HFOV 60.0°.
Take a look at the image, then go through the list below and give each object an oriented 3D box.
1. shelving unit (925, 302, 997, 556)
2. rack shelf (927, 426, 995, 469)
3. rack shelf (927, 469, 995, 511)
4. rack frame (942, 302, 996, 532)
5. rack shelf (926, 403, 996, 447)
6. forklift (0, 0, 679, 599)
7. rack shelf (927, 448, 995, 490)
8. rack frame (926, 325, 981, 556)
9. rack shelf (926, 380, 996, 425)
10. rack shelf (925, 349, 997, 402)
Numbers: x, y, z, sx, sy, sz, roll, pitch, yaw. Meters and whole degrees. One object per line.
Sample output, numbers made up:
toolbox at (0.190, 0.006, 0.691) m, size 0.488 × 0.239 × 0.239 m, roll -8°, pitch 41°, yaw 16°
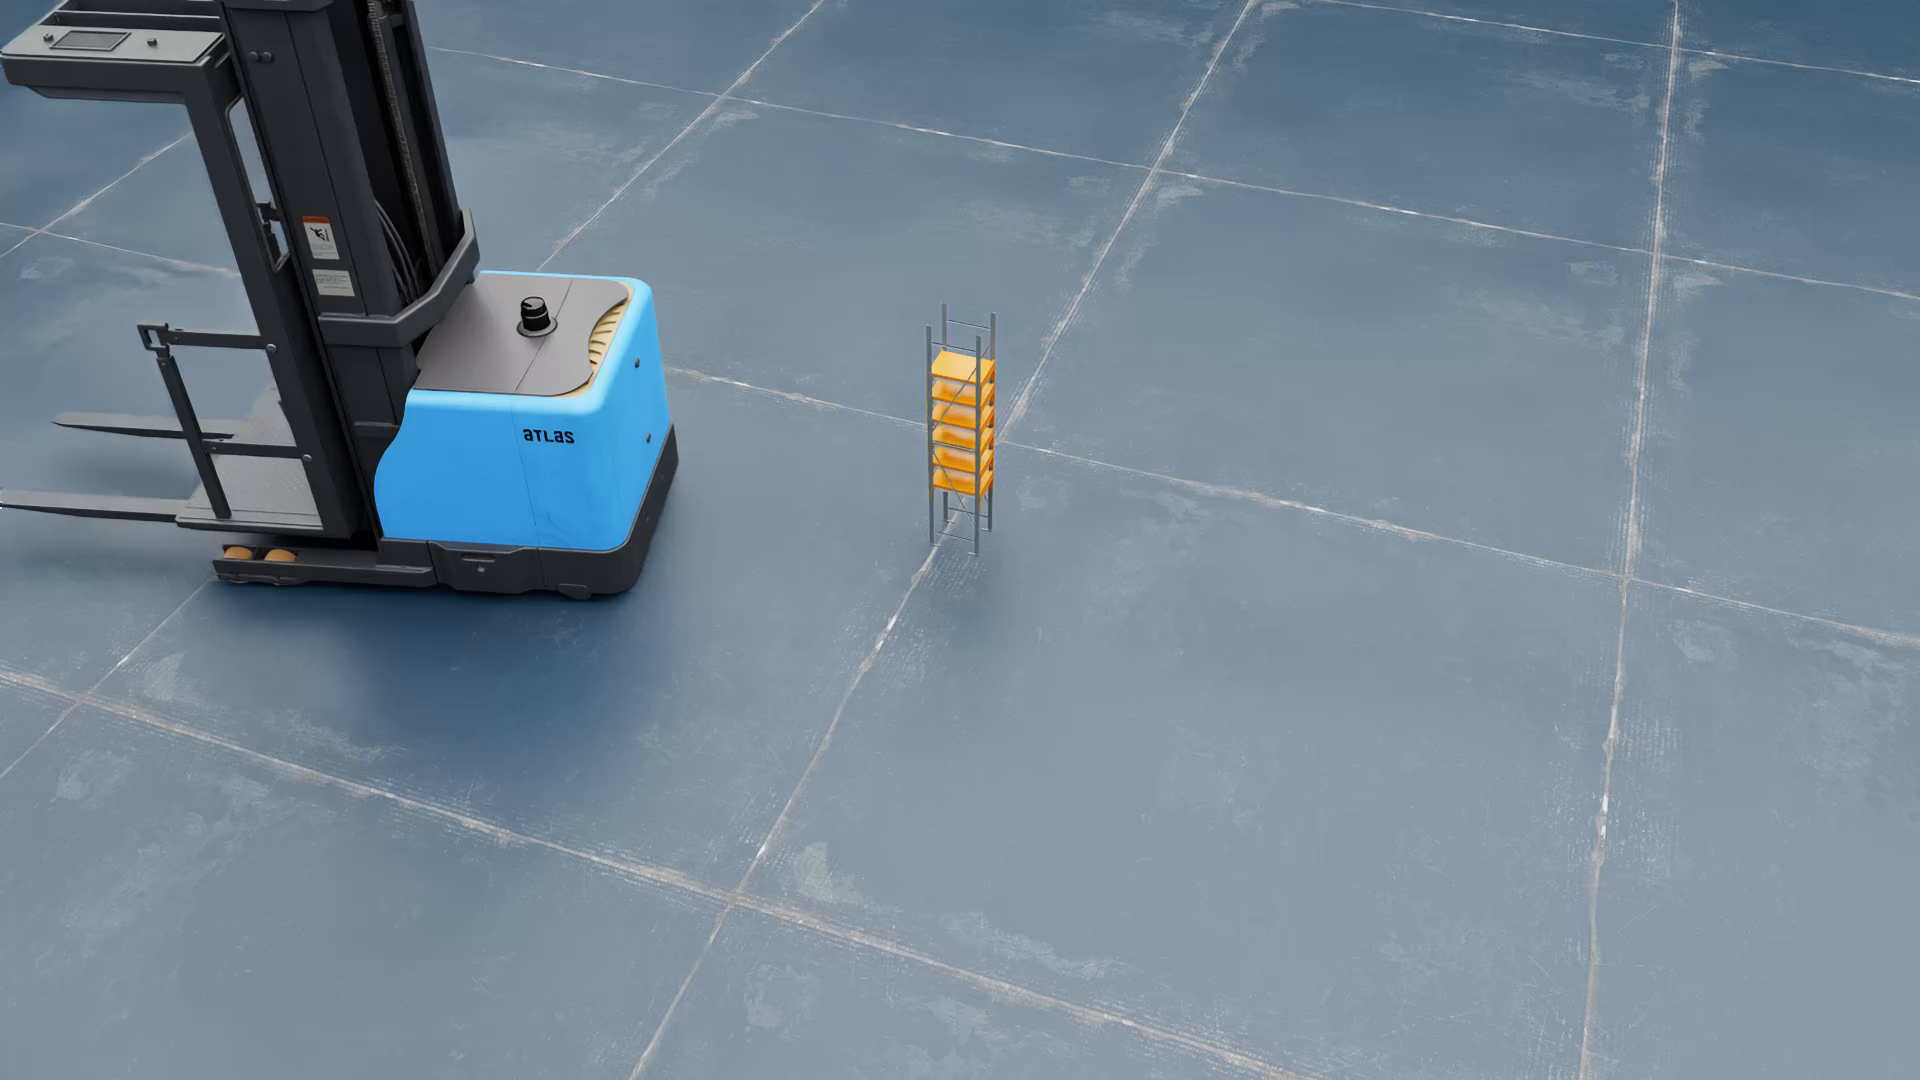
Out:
shelving unit at (0.005, -0.465, 7.325) m, size 0.258 × 1.200 × 0.189 m, roll 13°, pitch 42°, yaw 15°
rack shelf at (0.005, -0.431, 7.353) m, size 0.258 × 0.103 × 0.180 m, roll 13°, pitch 42°, yaw 15°
rack shelf at (0.005, -0.249, 7.509) m, size 0.258 × 0.103 × 0.180 m, roll 13°, pitch 42°, yaw 15°
rack frame at (0.036, -0.521, 7.390) m, size 0.240 × 1.200 × 0.006 m, roll 13°, pitch 42°, yaw 15°
rack shelf at (0.005, -0.523, 7.275) m, size 0.258 × 0.103 × 0.180 m, roll 13°, pitch 42°, yaw 15°
forklift at (-2.907, -1.247, 6.907) m, size 3.031 × 2.935 × 1.130 m, roll 3°, pitch 41°, yaw 4°
rack shelf at (0.005, -0.340, 7.431) m, size 0.258 × 0.103 × 0.180 m, roll 13°, pitch 42°, yaw 15°
rack frame at (-0.026, -0.409, 7.259) m, size 0.240 × 1.200 × 0.006 m, roll 13°, pitch 42°, yaw 15°
rack shelf at (0.005, -0.614, 7.198) m, size 0.258 × 0.103 × 0.180 m, roll 13°, pitch 42°, yaw 15°
rack shelf at (0.005, -0.705, 7.120) m, size 0.258 × 0.103 × 0.180 m, roll 13°, pitch 42°, yaw 15°
